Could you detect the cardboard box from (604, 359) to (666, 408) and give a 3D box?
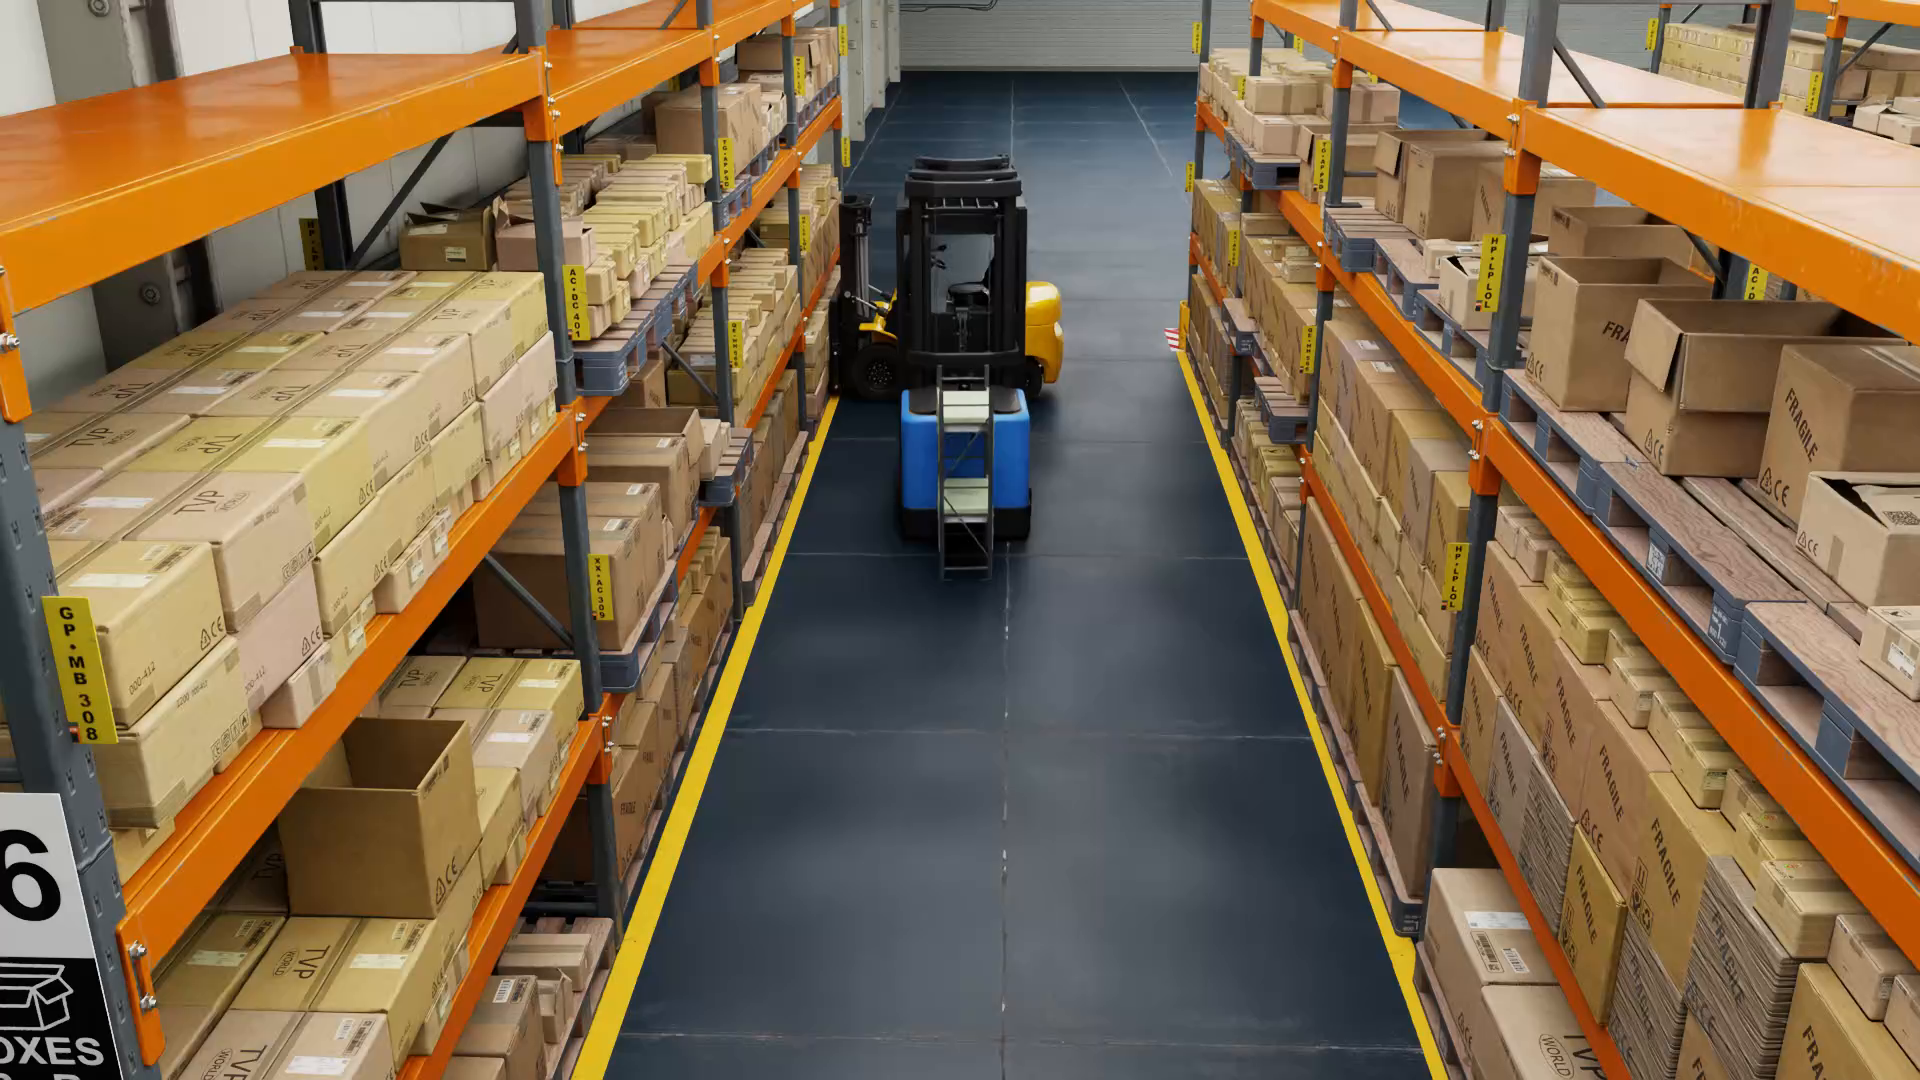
[{"bbox_3d":[-2.244,-0.886,10.947,0.500,0.500,0.500,2,21,4],"label":"cardboard box"}]

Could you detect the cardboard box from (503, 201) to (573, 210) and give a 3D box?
[{"bbox_3d":[-2.281,-1.712,8.864,0.380,0.149,0.250,1,21,3],"label":"cardboard box"}]

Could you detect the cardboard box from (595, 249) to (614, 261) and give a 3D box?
[{"bbox_3d":[-1.809,-1.245,7.660,0.380,0.149,0.250,1,21,3],"label":"cardboard box"}]

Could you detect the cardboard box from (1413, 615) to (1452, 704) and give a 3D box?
[{"bbox_3d":[2.529,0.576,8.104,0.500,0.250,0.500,0,21,0],"label":"cardboard box"}]

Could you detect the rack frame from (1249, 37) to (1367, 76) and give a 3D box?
[{"bbox_3d":[3.011,-5.018,14.021,1.000,3.000,0.127,1,21,2],"label":"rack frame"}]

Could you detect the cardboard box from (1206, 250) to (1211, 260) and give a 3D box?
[{"bbox_3d":[2.805,-3.058,17.611,0.380,0.149,0.250,1,21,3],"label":"cardboard box"}]

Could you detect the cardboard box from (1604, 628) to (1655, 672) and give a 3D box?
[{"bbox_3d":[2.510,0.430,5.857,0.380,0.149,0.250,1,21,1],"label":"cardboard box"}]

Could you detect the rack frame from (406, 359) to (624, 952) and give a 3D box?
[{"bbox_3d":[-2.194,0.618,7.789,1.000,3.000,0.127,1,21,2],"label":"rack frame"}]

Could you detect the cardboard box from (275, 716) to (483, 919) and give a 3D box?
[{"bbox_3d":[-1.987,0.943,5.712,0.500,0.500,0.500,1,21,3],"label":"cardboard box"}]

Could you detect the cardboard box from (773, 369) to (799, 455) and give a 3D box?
[{"bbox_3d":[-1.955,-1.174,15.111,0.875,0.625,0.625,2,21,4],"label":"cardboard box"}]

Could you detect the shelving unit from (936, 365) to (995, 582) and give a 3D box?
[{"bbox_3d":[0.035,-0.519,12.794,0.431,1.500,0.755,-1,21,-2],"label":"shelving unit"}]

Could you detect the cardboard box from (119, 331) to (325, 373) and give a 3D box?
[{"bbox_3d":[-2.509,-0.535,5.720,0.500,0.250,0.500,0,21,1],"label":"cardboard box"}]

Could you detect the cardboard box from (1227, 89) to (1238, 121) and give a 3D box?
[{"bbox_3d":[2.770,-4.034,15.427,0.500,0.250,0.500,0,21,1],"label":"cardboard box"}]

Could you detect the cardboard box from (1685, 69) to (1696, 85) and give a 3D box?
[{"bbox_3d":[7.730,-4.778,17.179,0.380,0.149,0.250,1,21,2],"label":"cardboard box"}]

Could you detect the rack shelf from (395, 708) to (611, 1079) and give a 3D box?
[{"bbox_3d":[-2.255,1.677,6.056,1.077,0.370,4.000,1,21,2],"label":"rack shelf"}]

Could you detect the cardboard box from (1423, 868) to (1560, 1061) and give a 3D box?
[{"bbox_3d":[2.641,1.896,7.457,0.875,0.438,0.875,0,21,1],"label":"cardboard box"}]

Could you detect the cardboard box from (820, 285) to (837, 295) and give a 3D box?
[{"bbox_3d":[-1.546,-2.564,17.827,0.500,0.250,0.500,1,21,2],"label":"cardboard box"}]

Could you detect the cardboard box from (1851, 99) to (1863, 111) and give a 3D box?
[{"bbox_3d":[8.319,-3.948,15.040,0.380,0.149,0.250,1,21,2],"label":"cardboard box"}]

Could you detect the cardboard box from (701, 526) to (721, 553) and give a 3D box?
[{"bbox_3d":[-1.834,0.020,11.308,0.380,0.149,0.250,0,21,-1],"label":"cardboard box"}]

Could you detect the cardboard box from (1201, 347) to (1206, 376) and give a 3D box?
[{"bbox_3d":[2.805,-1.911,17.527,0.500,0.250,0.500,2,21,5],"label":"cardboard box"}]

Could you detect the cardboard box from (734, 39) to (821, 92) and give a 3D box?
[{"bbox_3d":[-1.786,-4.667,16.401,0.797,0.503,0.637,1,21,3],"label":"cardboard box"}]

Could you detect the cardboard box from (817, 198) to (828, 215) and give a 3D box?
[{"bbox_3d":[-1.574,-3.477,17.309,0.380,0.149,0.250,1,21,2],"label":"cardboard box"}]

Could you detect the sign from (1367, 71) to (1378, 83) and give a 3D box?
[{"bbox_3d":[3.566,-4.039,14.387,0.100,0.325,0.005,1,21,2],"label":"sign"}]

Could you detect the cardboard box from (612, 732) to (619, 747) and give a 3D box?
[{"bbox_3d":[-1.986,1.058,8.635,0.380,0.149,0.250,0,21,0],"label":"cardboard box"}]

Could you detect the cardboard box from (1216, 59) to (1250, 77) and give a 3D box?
[{"bbox_3d":[2.773,-4.739,16.694,0.380,0.149,0.250,1,21,3],"label":"cardboard box"}]

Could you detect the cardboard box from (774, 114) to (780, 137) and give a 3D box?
[{"bbox_3d":[-1.680,-3.397,13.619,0.380,0.149,0.250,1,21,1],"label":"cardboard box"}]

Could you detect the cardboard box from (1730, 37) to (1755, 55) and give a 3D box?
[{"bbox_3d":[7.700,-4.783,16.090,0.380,0.149,0.250,1,21,2],"label":"cardboard box"}]

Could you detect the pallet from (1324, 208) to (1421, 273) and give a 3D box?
[{"bbox_3d":[2.923,-1.852,10.269,1.213,0.211,1.003,2,21,4],"label":"pallet"}]

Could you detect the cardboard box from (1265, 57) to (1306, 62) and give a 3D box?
[{"bbox_3d":[3.308,-4.830,16.929,0.380,0.149,0.250,1,21,2],"label":"cardboard box"}]

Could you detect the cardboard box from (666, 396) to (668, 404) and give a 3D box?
[{"bbox_3d":[-2.314,-0.924,11.970,0.500,0.250,0.500,0,21,0],"label":"cardboard box"}]

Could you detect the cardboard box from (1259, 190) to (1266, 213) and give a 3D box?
[{"bbox_3d":[3.321,-3.395,16.200,0.700,0.500,0.500,0,21,0],"label":"cardboard box"}]

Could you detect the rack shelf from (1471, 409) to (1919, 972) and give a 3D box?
[{"bbox_3d":[2.707,0.331,5.376,1.077,0.370,4.000,1,21,2],"label":"rack shelf"}]

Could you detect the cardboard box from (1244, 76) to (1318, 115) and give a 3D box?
[{"bbox_3d":[2.588,-3.591,13.427,0.500,0.250,0.500,0,21,0],"label":"cardboard box"}]

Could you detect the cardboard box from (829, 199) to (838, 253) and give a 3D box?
[{"bbox_3d":[-1.606,-3.399,18.004,0.500,0.500,0.500,1,21,3],"label":"cardboard box"}]

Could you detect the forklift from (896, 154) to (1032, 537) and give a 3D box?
[{"bbox_3d":[0.004,-1.875,14.309,1.130,2.935,3.031,-1,21,-2],"label":"forklift"}]

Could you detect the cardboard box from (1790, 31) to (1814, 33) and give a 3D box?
[{"bbox_3d":[8.380,-5.053,16.783,0.380,0.149,0.250,1,21,2],"label":"cardboard box"}]

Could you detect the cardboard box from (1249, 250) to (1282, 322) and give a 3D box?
[{"bbox_3d":[2.667,-2.076,13.603,0.500,0.500,0.500,1,21,1],"label":"cardboard box"}]

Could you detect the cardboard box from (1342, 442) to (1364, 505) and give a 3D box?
[{"bbox_3d":[2.583,-0.391,9.905,0.500,0.250,0.500,1,21,1],"label":"cardboard box"}]

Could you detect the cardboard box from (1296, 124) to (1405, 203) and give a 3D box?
[{"bbox_3d":[2.907,-2.773,12.240,0.797,0.503,0.637,1,21,2],"label":"cardboard box"}]

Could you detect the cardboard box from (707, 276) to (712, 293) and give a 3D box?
[{"bbox_3d":[-2.265,-2.130,13.836,0.380,0.149,0.250,1,21,2],"label":"cardboard box"}]

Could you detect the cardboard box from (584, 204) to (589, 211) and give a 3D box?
[{"bbox_3d":[-2.418,-1.938,9.887,0.380,0.149,0.250,0,21,1],"label":"cardboard box"}]

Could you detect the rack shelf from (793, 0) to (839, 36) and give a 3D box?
[{"bbox_3d":[-1.890,-5.273,16.225,1.077,0.370,4.000,1,21,2],"label":"rack shelf"}]

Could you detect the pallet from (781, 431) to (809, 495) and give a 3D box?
[{"bbox_3d":[-1.934,-0.708,15.061,1.003,0.211,1.213,1,21,2],"label":"pallet"}]

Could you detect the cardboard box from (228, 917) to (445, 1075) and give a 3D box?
[{"bbox_3d":[-2.005,1.469,5.392,0.500,0.250,0.500,0,21,1],"label":"cardboard box"}]

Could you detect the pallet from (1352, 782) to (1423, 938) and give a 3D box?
[{"bbox_3d":[2.716,1.692,8.877,1.003,0.211,1.213,1,21,2],"label":"pallet"}]

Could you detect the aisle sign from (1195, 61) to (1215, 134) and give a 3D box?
[{"bbox_3d":[2.825,-4.905,18.430,0.394,0.787,0.004,1,21,2],"label":"aisle sign"}]

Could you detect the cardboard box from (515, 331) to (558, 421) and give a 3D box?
[{"bbox_3d":[-1.958,-0.672,6.763,0.500,0.250,0.500,1,21,2],"label":"cardboard box"}]

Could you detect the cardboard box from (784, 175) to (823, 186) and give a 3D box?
[{"bbox_3d":[-1.668,-3.803,17.737,0.380,0.149,0.250,1,21,2],"label":"cardboard box"}]

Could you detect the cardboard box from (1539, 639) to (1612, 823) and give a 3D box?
[{"bbox_3d":[2.463,0.696,6.068,0.500,0.500,0.500,1,21,3],"label":"cardboard box"}]

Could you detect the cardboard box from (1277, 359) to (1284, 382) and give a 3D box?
[{"bbox_3d":[2.578,-1.255,12.383,0.380,0.149,0.250,0,21,-1],"label":"cardboard box"}]

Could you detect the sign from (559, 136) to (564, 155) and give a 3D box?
[{"bbox_3d":[-2.627,-2.514,10.889,0.100,0.325,0.005,1,21,2],"label":"sign"}]

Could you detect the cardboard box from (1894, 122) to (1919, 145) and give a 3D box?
[{"bbox_3d":[7.659,-3.223,13.171,0.380,0.149,0.250,1,21,2],"label":"cardboard box"}]

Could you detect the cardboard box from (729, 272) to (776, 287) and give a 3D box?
[{"bbox_3d":[-1.735,-2.125,13.825,0.380,0.149,0.250,0,21,0],"label":"cardboard box"}]

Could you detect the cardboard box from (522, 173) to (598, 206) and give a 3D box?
[{"bbox_3d":[-2.363,-2.073,9.823,0.380,0.149,0.250,1,21,3],"label":"cardboard box"}]

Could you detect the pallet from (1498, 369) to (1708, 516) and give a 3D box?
[{"bbox_3d":[2.732,-0.390,6.363,1.003,0.211,1.213,1,21,2],"label":"pallet"}]

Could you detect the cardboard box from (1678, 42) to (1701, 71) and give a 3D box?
[{"bbox_3d":[7.798,-5.004,17.209,0.500,0.250,0.500,0,21,1],"label":"cardboard box"}]

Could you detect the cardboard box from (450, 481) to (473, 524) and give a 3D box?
[{"bbox_3d":[-1.986,-0.159,5.994,0.380,0.149,0.250,1,21,3],"label":"cardboard box"}]
